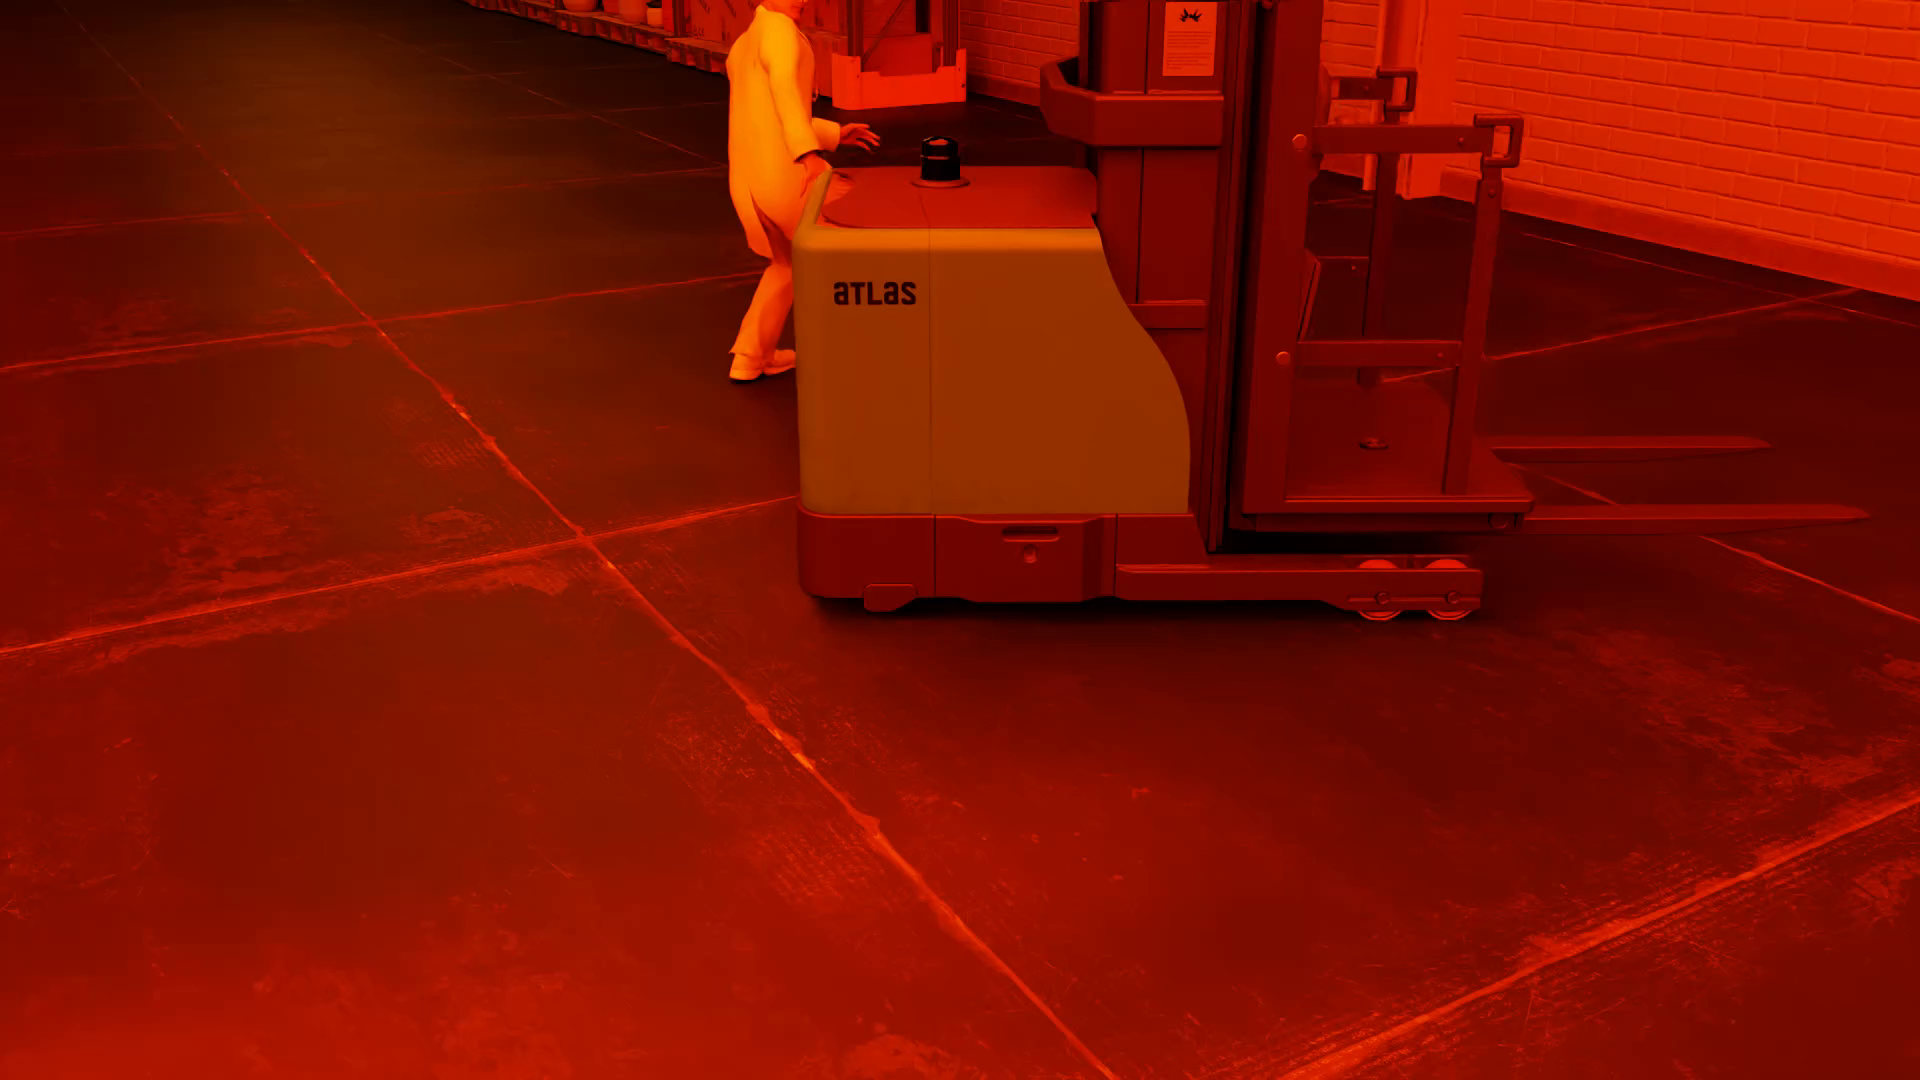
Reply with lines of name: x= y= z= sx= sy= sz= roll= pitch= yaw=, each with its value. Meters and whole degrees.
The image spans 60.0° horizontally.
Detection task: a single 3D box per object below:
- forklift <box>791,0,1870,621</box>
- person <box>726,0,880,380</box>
forklift: x=1.062 y=-1.335 z=4.527 sx=3.031 sy=2.935 sz=1.130 roll=0 pitch=22 yaw=-1
person: x=-0.567 y=-1.454 z=6.584 sx=0.808 sy=1.616 sz=0.831 roll=20 pitch=29 yaw=39
